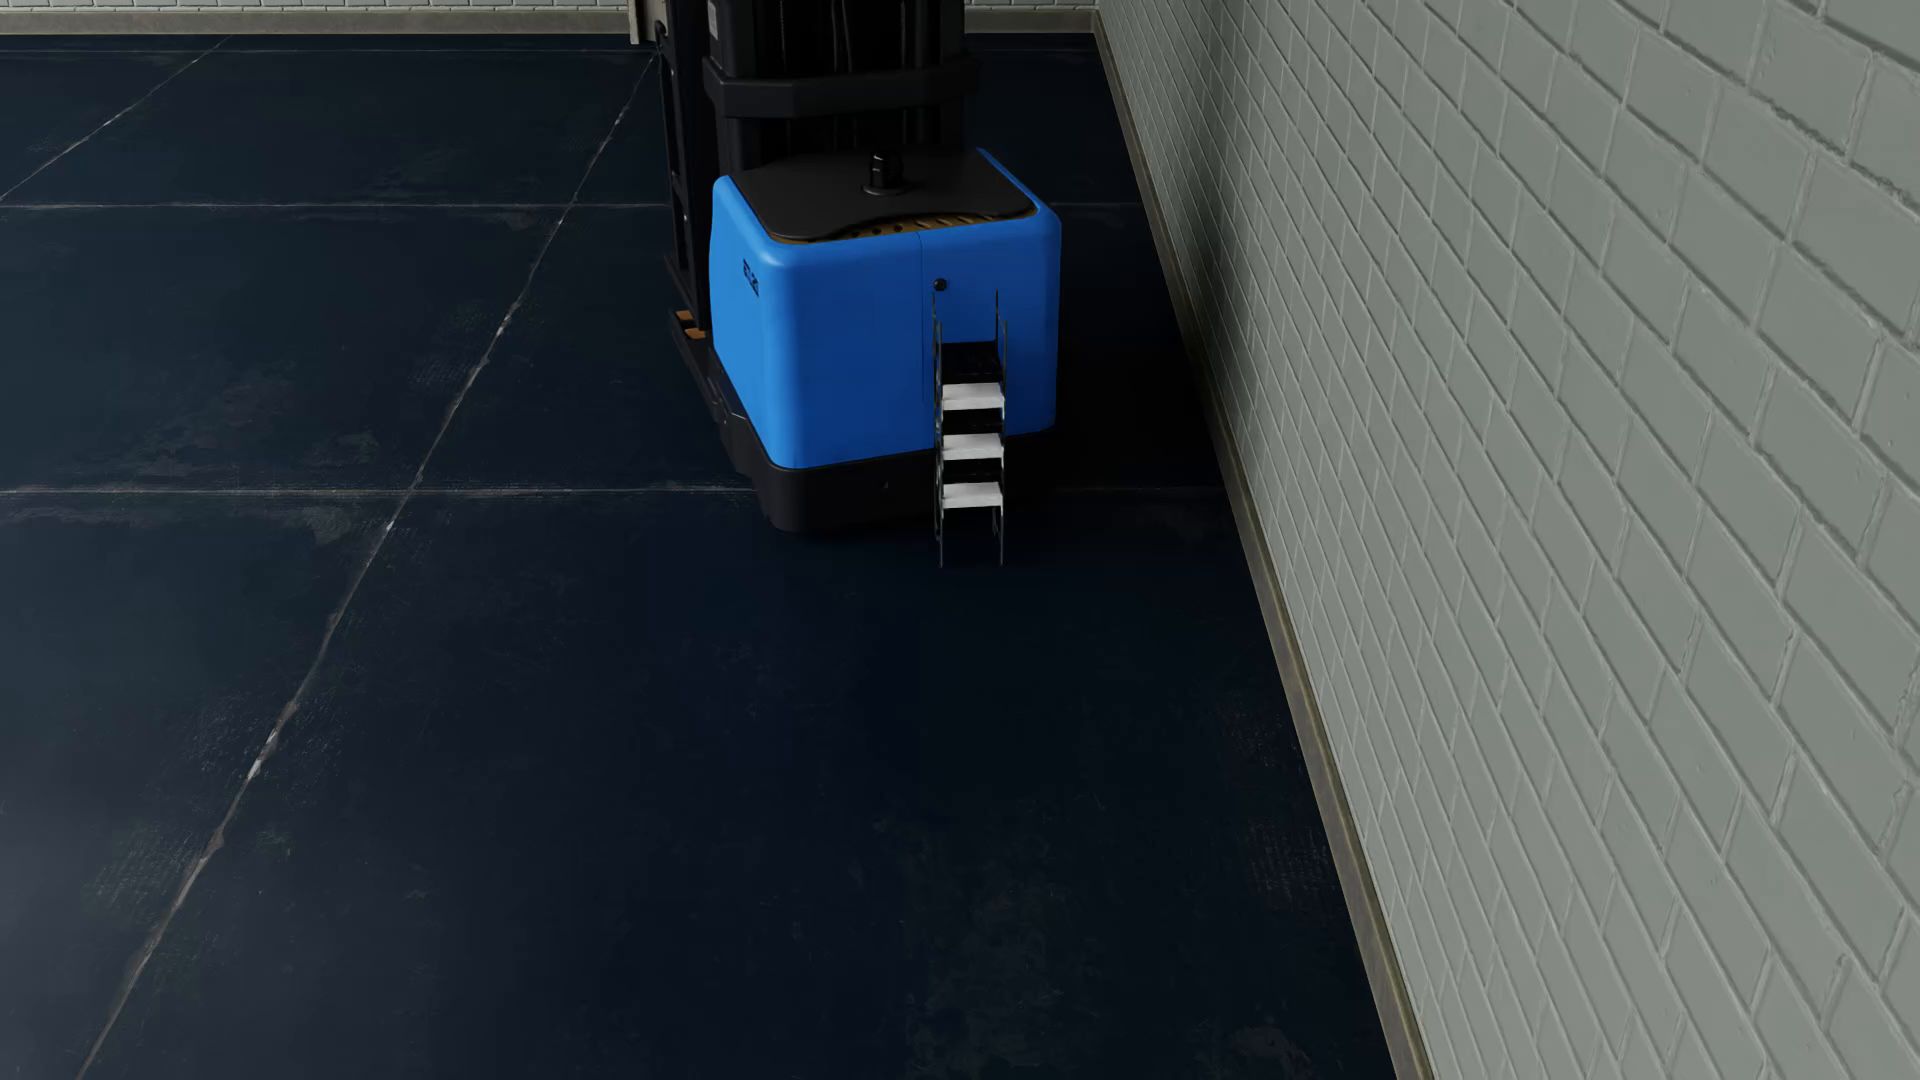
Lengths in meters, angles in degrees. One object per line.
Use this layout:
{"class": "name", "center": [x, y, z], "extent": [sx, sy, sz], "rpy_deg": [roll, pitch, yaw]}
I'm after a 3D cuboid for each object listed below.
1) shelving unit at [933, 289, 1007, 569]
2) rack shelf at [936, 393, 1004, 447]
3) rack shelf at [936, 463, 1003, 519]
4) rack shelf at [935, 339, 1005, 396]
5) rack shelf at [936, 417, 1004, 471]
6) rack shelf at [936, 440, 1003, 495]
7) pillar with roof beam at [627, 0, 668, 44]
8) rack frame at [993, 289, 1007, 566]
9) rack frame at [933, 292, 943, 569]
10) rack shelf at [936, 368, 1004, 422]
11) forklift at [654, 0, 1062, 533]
{"class": "shelving unit", "center": [0.029, -0.353, 5.464], "extent": [0.210, 0.900, 0.258], "rpy_deg": [-3, 31, -5]}
{"class": "rack shelf", "center": [0.029, -0.402, 5.435], "extent": [0.200, 0.077, 0.258], "rpy_deg": [-3, 31, -5]}
{"class": "rack shelf", "center": [0.029, -0.171, 5.575], "extent": [0.200, 0.077, 0.258], "rpy_deg": [-3, 31, -5]}
{"class": "rack shelf", "center": [0.029, -0.555, 5.342], "extent": [0.200, 0.077, 0.258], "rpy_deg": [-3, 31, -5]}
{"class": "rack shelf", "center": [0.029, -0.325, 5.482], "extent": [0.200, 0.077, 0.258], "rpy_deg": [-3, 31, -5]}
{"class": "rack shelf", "center": [0.029, -0.248, 5.528], "extent": [0.200, 0.077, 0.258], "rpy_deg": [-3, 31, -5]}
{"class": "pillar with roof beam", "center": [-2.014, -5.069, 5.429], "extent": [0.400, 9.000, 9.100], "rpy_deg": [0, 31, 0]}
{"class": "rack frame", "center": [0.130, -0.359, 5.474], "extent": [0.006, 0.900, 0.240], "rpy_deg": [-3, 31, -5]}
{"class": "rack frame", "center": [-0.072, -0.348, 5.455], "extent": [0.006, 0.900, 0.240], "rpy_deg": [-3, 31, -5]}
{"class": "rack shelf", "center": [0.029, -0.479, 5.388], "extent": [0.200, 0.077, 0.258], "rpy_deg": [-3, 31, -5]}
{"class": "forklift", "center": [-0.602, -2.031, 6.273], "extent": [1.130, 2.935, 3.031], "rpy_deg": [-10, 33, -16]}
